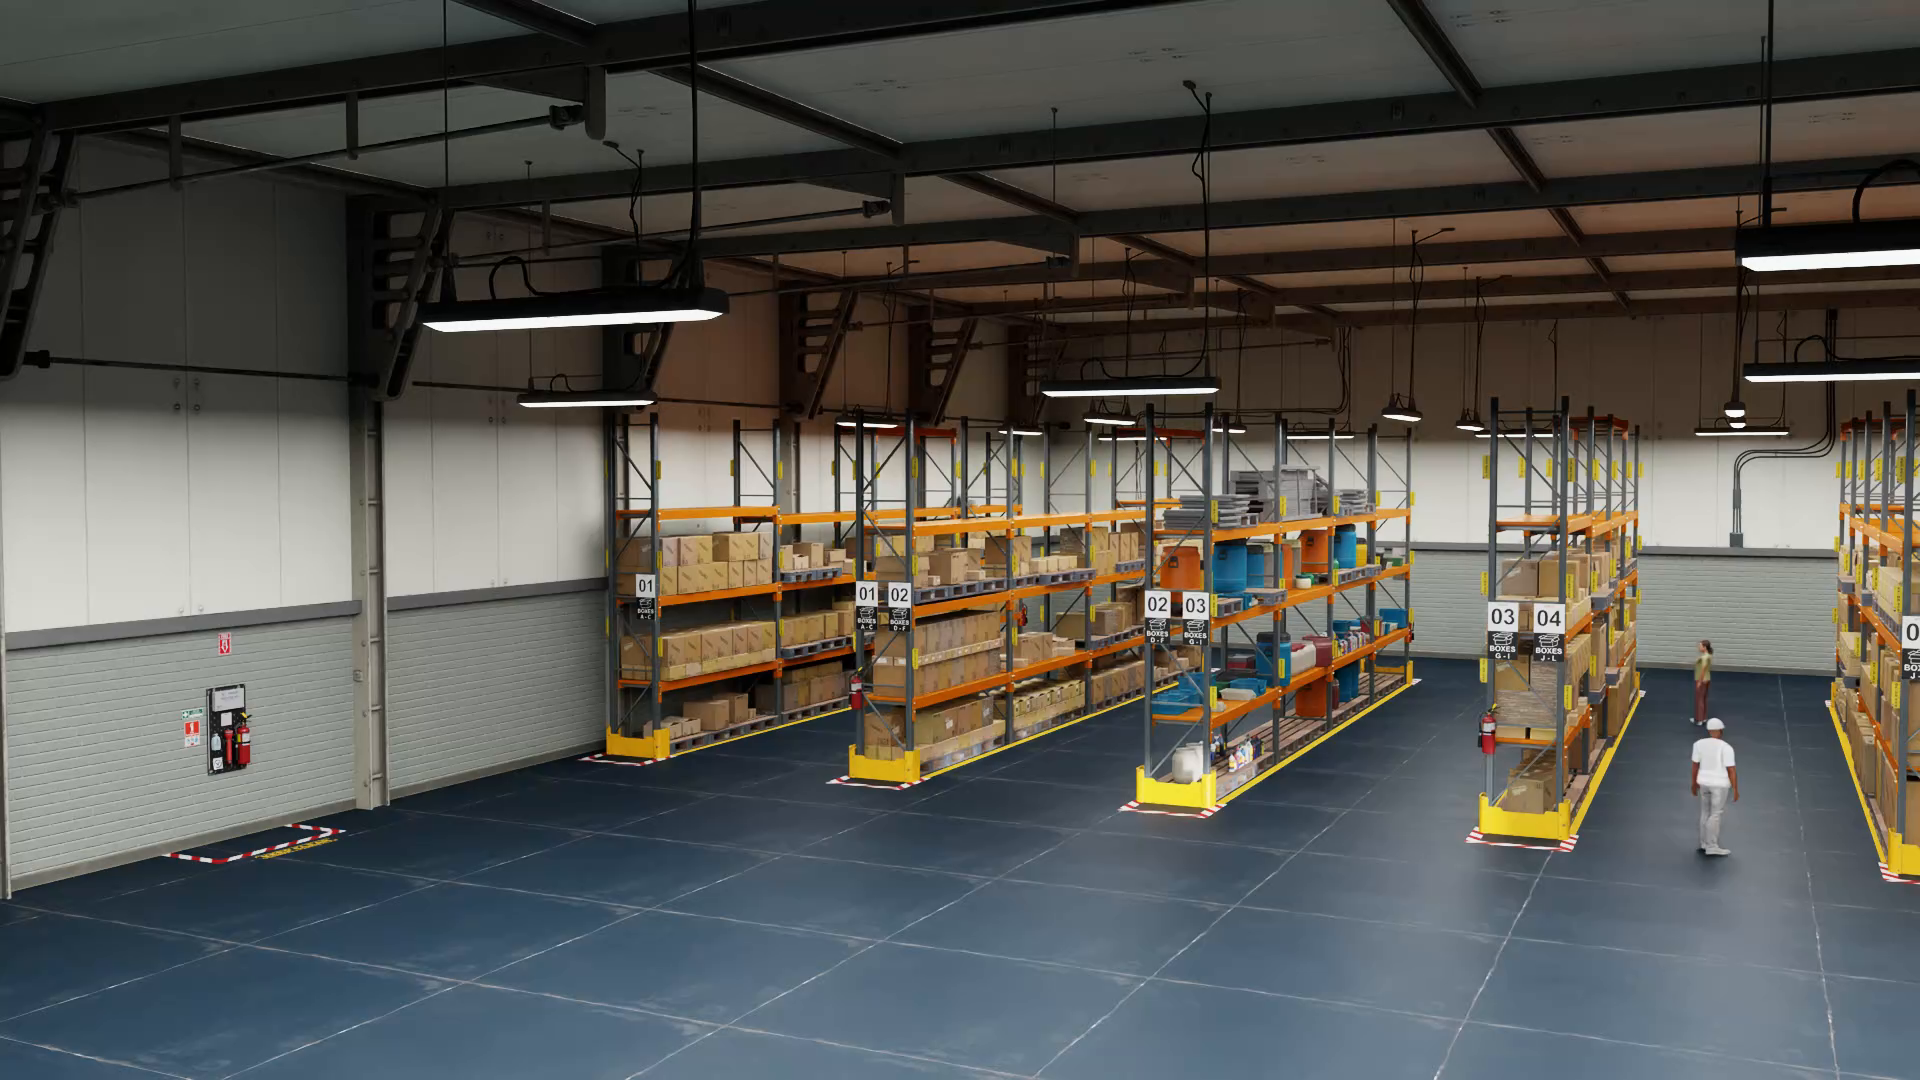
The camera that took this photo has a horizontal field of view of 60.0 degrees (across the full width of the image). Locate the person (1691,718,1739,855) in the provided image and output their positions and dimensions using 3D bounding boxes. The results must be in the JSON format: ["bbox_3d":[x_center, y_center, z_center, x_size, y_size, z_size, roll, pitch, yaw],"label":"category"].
[{"bbox_3d":[9.910,3.211,21.715,0.512,1.773,0.623,-1,3,-27],"label":"person"}]

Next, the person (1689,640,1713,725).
[{"bbox_3d":[14.549,2.788,32.716,0.469,1.674,0.485,-2,3,-44],"label":"person"}]

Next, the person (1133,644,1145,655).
[{"bbox_3d":[4.624,2.383,42.539,0.616,1.695,0.418,-1,2,-16],"label":"person"}]
